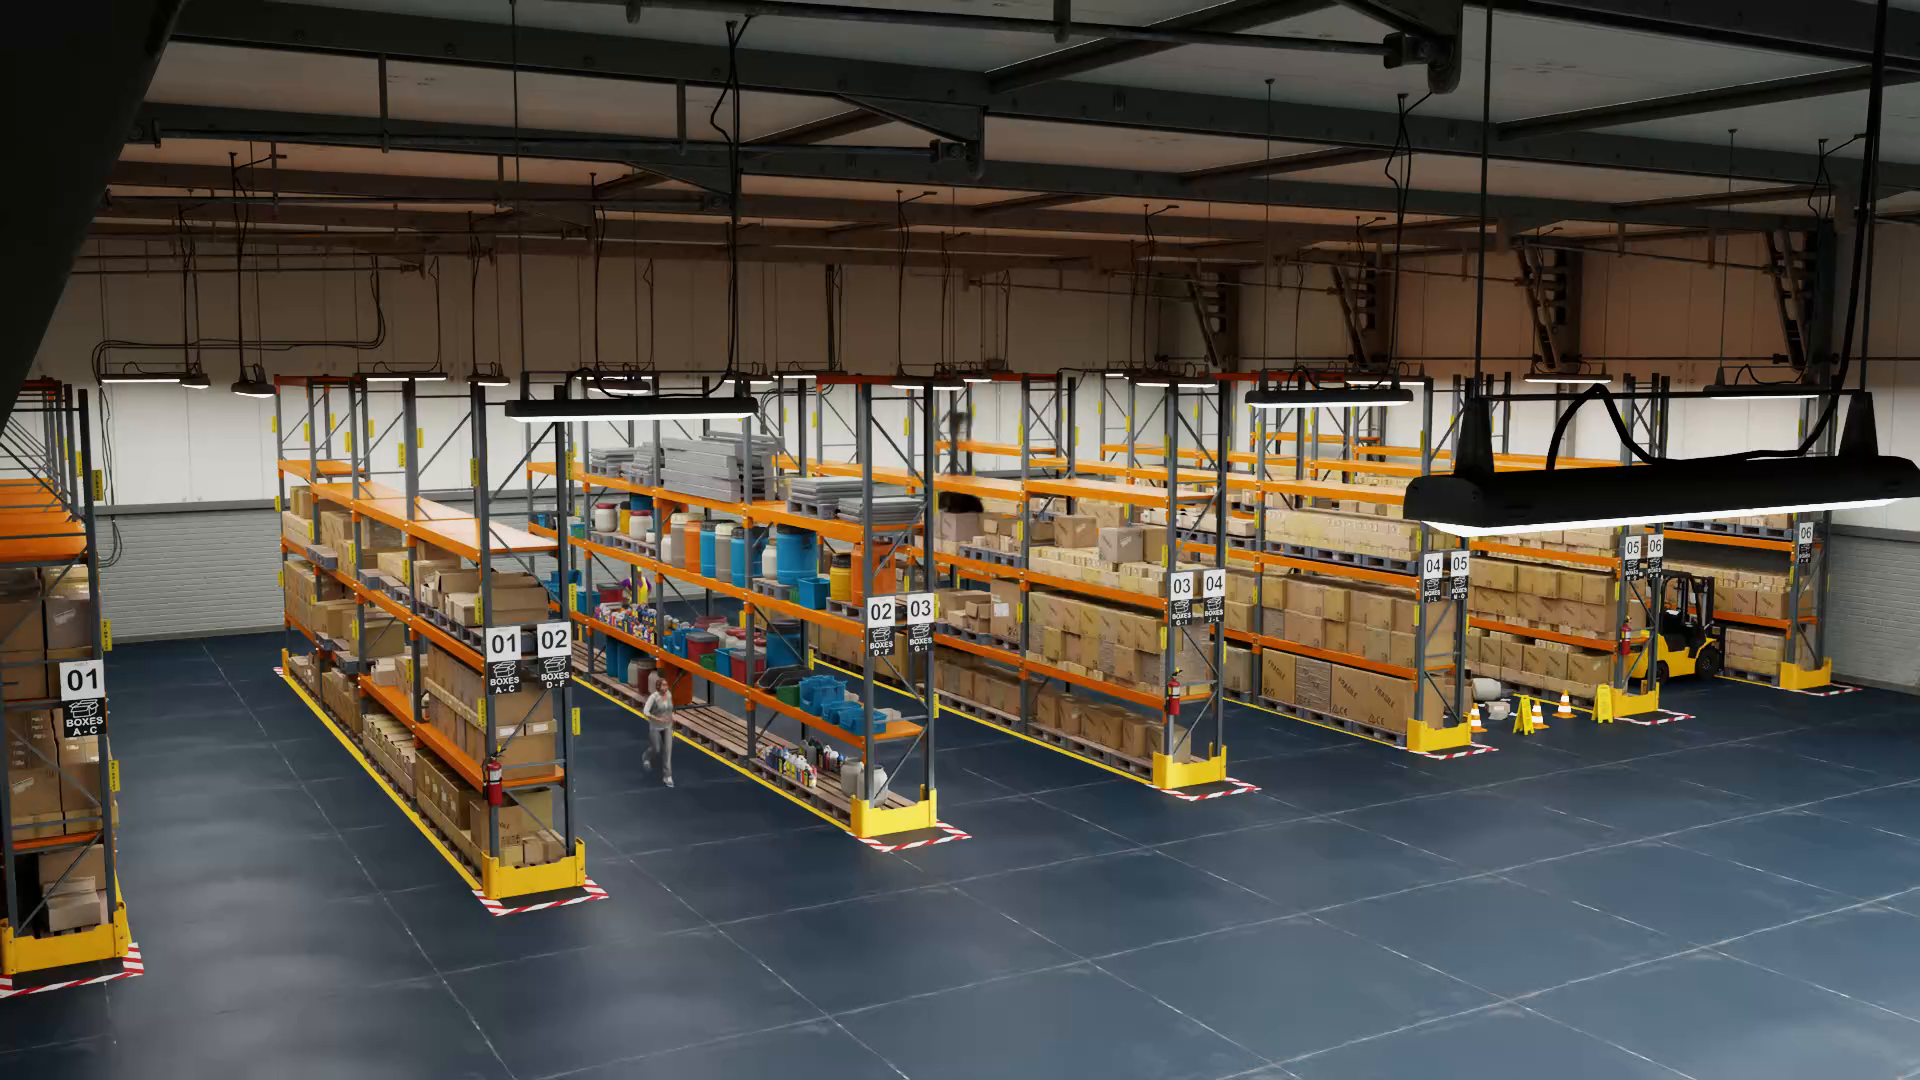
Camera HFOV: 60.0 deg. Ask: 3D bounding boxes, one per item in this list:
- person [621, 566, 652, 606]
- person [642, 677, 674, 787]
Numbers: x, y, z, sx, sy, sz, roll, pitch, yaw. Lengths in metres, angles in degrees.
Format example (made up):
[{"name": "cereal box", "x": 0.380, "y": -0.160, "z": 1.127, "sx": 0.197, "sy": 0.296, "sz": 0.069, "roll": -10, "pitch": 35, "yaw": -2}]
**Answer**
[{"name": "person", "x": -7.079, "y": 1.451, "z": 36.574, "sx": 0.876, "sy": 1.795, "sz": 0.742, "roll": 6, "pitch": 9, "yaw": 43}, {"name": "person", "x": -4.503, "y": 2.824, "z": 24.876, "sx": 0.564, "sy": 1.592, "sz": 0.921, "roll": -5, "pitch": 8, "yaw": -39}]
